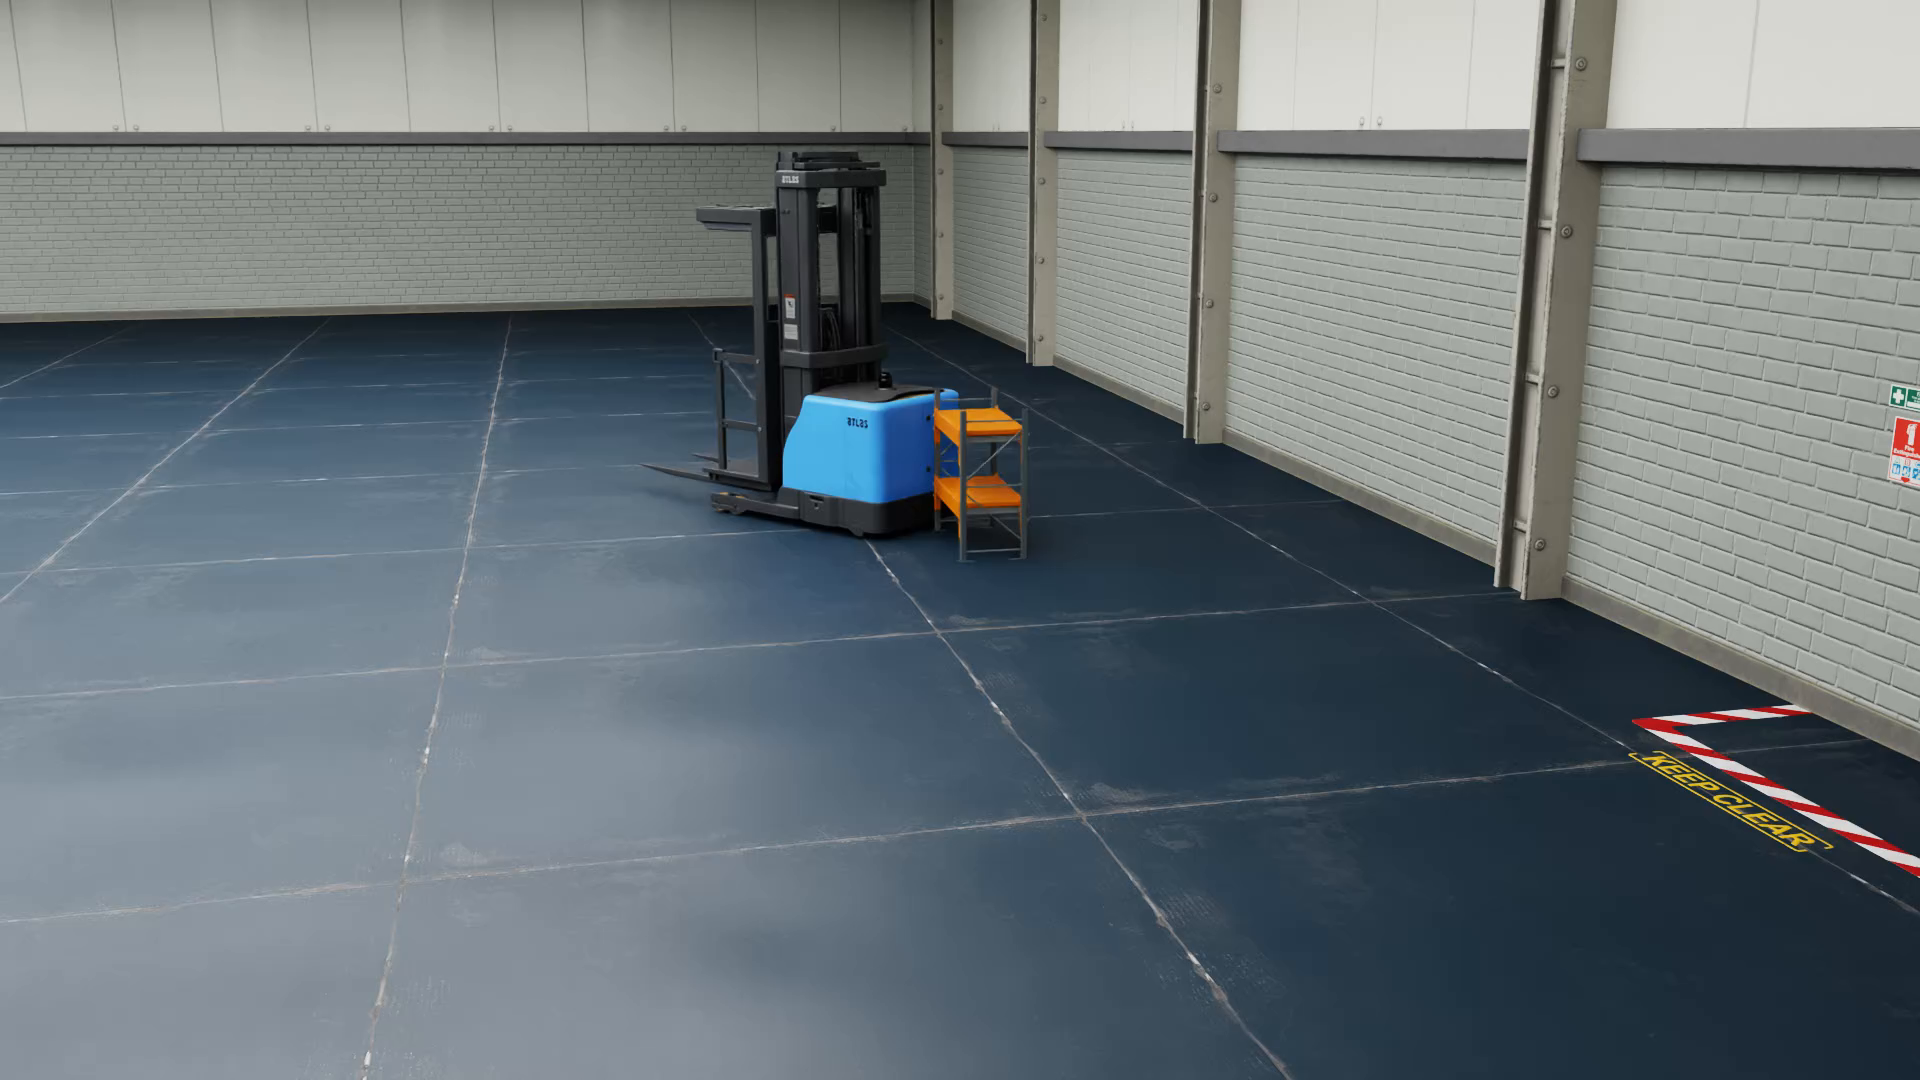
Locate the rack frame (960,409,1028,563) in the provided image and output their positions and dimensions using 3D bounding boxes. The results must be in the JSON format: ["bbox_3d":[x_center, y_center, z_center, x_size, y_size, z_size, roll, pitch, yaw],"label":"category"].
[{"bbox_3d":[0.248,-0.392,12.160,0.500,1.125,0.032,-3,14,-11],"label":"rack frame"}]

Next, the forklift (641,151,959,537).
[{"bbox_3d":[-1.450,-1.714,13.767,3.031,2.935,1.130,11,18,38],"label":"forklift"}]

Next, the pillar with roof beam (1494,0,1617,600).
[{"bbox_3d":[-0.257,-3.779,9.433,9.100,9.000,0.400,-3,14,-13],"label":"pillar with roof beam"}]

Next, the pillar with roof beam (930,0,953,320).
[{"bbox_3d":[-4.485,-7.931,26.430,9.100,9.000,0.400,-3,14,-13],"label":"pillar with roof beam"}]

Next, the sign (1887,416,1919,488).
[{"bbox_3d":[4.763,-0.443,8.345,0.001,0.329,0.234,-3,14,-13],"label":"sign"}]

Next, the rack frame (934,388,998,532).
[{"bbox_3d":[0.046,-0.628,13.128,0.500,1.125,0.032,-3,14,-11],"label":"rack frame"}]

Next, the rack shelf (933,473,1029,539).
[{"bbox_3d":[0.147,-0.272,12.702,0.538,0.278,1.000,-3,14,-11],"label":"rack shelf"}]

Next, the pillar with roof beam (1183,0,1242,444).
[{"bbox_3d":[-1.667,-5.163,15.099,9.100,9.000,0.400,-3,14,-13],"label":"pillar with roof beam"}]

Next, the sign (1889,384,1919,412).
[{"bbox_3d":[4.756,-0.699,8.276,0.001,0.109,0.331,-3,14,-13],"label":"sign"}]

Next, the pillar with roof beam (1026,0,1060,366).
[{"bbox_3d":[-3.076,-6.547,20.764,9.100,9.000,0.400,-3,14,-13],"label":"pillar with roof beam"}]

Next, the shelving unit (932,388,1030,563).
[{"bbox_3d":[0.147,-0.510,12.644,0.538,1.125,1.048,-3,14,-11],"label":"shelving unit"}]

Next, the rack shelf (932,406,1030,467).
[{"bbox_3d":[0.147,-0.794,12.574,0.538,0.278,1.000,-3,14,-11],"label":"rack shelf"}]
